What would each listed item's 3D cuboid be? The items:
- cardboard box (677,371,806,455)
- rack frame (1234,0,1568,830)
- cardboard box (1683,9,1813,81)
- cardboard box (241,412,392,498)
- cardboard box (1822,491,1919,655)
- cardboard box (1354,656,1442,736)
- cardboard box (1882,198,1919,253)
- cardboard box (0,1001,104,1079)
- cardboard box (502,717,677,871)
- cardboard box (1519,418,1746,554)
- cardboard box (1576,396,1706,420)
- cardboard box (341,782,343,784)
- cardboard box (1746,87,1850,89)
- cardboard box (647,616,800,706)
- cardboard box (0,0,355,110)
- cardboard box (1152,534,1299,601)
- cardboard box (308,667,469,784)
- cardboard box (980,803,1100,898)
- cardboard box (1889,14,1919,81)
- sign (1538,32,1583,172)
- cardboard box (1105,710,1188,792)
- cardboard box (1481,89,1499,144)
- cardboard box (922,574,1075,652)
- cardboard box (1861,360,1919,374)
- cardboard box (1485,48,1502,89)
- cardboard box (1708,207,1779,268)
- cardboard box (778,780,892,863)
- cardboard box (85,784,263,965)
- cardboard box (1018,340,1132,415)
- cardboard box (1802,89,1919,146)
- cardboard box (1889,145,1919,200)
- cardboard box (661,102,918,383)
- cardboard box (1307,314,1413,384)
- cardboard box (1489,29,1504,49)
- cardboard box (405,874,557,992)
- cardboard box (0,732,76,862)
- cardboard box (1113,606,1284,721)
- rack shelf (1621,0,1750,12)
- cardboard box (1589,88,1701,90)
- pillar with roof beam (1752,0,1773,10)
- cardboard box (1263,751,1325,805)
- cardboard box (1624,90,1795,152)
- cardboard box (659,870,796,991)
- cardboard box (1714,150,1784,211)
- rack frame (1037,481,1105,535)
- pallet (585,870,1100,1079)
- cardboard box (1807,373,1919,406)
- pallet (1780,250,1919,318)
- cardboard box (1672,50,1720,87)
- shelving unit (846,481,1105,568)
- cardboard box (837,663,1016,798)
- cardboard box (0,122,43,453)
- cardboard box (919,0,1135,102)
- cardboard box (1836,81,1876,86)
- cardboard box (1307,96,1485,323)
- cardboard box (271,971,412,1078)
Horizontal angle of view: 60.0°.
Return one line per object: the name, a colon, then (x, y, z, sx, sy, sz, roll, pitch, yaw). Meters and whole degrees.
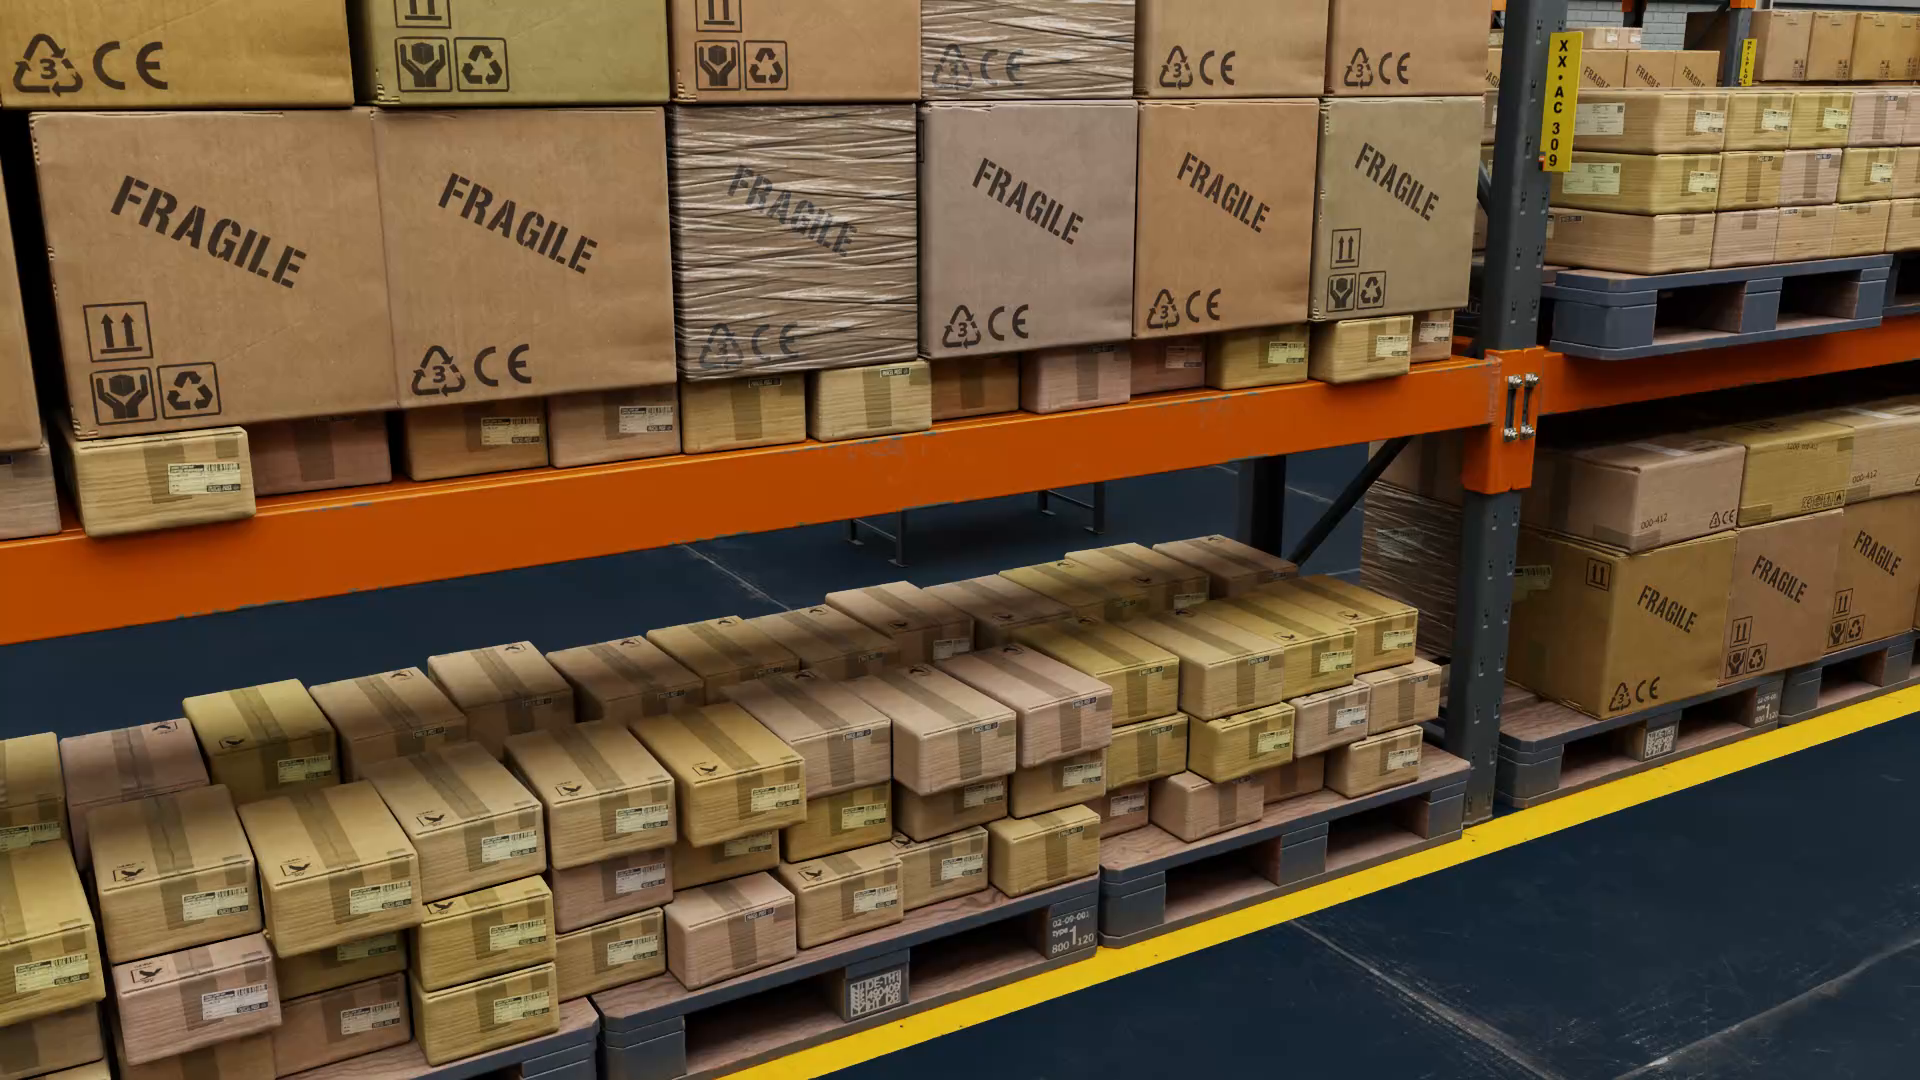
cardboard box: (-0.501, -0.291, 3.358, 0.250, 0.149, 0.380, -8, 18, -28)
rack frame: (1.170, -0.771, 4.601, 0.127, 3.000, 1.000, -9, 18, -30)
cardboard box: (5.880, -3.698, 12.455, 0.500, 0.500, 0.700, -9, 18, -30)
cardboard box: (-1.206, -0.201, 3.033, 0.250, 0.149, 0.380, -8, 18, -27)
cardboard box: (2.835, 0.040, 5.564, 0.500, 0.500, 0.500, -9, 18, -29)
cardboard box: (1.064, 0.374, 4.471, 0.250, 0.149, 0.380, -9, 18, -29)
cardboard box: (2.629, -0.944, 4.908, 0.250, 0.149, 0.380, -10, 19, -32)
cardboard box: (-1.678, 0.799, 2.954, 0.250, 0.149, 0.380, -8, 18, -27)
cardboard box: (-0.766, 0.514, 3.421, 0.250, 0.149, 0.380, -8, 18, -28)
cardboard box: (1.939, -0.172, 4.929, 0.500, 0.250, 0.500, -10, 19, -32)
cardboard box: (2.126, -0.361, 5.603, 0.500, 0.250, 0.500, -8, 18, -27)
cardboard box: (-1.226, 0.587, 3.711, 0.250, 0.149, 0.380, -9, 18, -30)
cardboard box: (2.761, -1.458, 5.639, 0.250, 0.149, 0.380, -10, 18, -30)
cardboard box: (-0.585, 0.325, 4.096, 0.250, 0.149, 0.380, -9, 18, -29)
cardboard box: (-1.308, -0.960, 2.688, 0.500, 0.500, 0.500, -9, 18, -28)
cardboard box: (0.768, 0.113, 4.849, 0.250, 0.149, 0.380, -8, 18, -27)
cardboard box: (-1.279, 0.429, 3.724, 0.250, 0.149, 0.380, -10, 19, -32)
cardboard box: (0.122, 0.677, 3.941, 0.250, 0.149, 0.380, -9, 18, -30)
cardboard box: (7.174, -3.921, 13.250, 0.500, 0.500, 0.700, -9, 18, -30)
sign: (1.456, -1.063, 4.041, 0.005, 0.325, 0.100, -9, 18, -30)
cardboard box: (0.352, 0.468, 4.136, 0.250, 0.149, 0.380, -9, 18, -29)
cardboard box: (1.413, -1.239, 4.859, 0.250, 0.149, 0.380, -8, 18, -27)
cardboard box: (0.098, 0.226, 4.448, 0.250, 0.149, 0.380, -10, 18, -31)
cardboard box: (3.448, -0.576, 6.371, 0.500, 0.250, 0.500, -9, 18, -30)
cardboard box: (3.362, -3.010, 11.075, 0.500, 0.500, 0.500, -9, 18, -29)
cardboard box: (1.979, -0.840, 4.537, 0.250, 0.149, 0.380, -9, 18, -29)
cardboard box: (-0.347, 0.568, 3.780, 0.250, 0.149, 0.380, -8, 18, -27)
cardboard box: (-1.460, 0.609, 3.081, 0.250, 0.149, 0.380, -9, 18, -29)
cardboard box: (0.170, -0.397, 3.733, 0.250, 0.149, 0.380, -10, 19, -32)
cardboard box: (2.636, -1.232, 4.832, 0.250, 0.149, 0.380, -9, 18, -30)
cardboard box: (2.639, -1.090, 4.878, 0.250, 0.149, 0.380, -8, 18, -27)
cardboard box: (-0.426, -0.622, 3.336, 0.500, 0.500, 0.500, -10, 18, -31)
cardboard box: (0.881, -0.495, 4.083, 0.250, 0.149, 0.380, -10, 18, -31)
cardboard box: (3.928, -3.561, 11.841, 0.250, 0.149, 0.380, -8, 18, -27)
cardboard box: (-0.974, 0.709, 3.275, 0.250, 0.149, 0.380, -9, 18, -28)
cardboard box: (-1.936, 0.537, 3.337, 0.250, 0.149, 0.380, -9, 18, -29)
cardboard box: (0.591, 0.304, 4.169, 0.250, 0.149, 0.380, -9, 18, -30)
rack shelf: (3.677, -3.834, 11.305, 4.000, 0.370, 1.077, -9, 18, -30)
cardboard box: (2.091, -1.349, 5.249, 0.250, 0.149, 0.380, -9, 18, -30)
pillar with roof beam: (12.560, -7.556, 17.694, 0.400, 9.000, 9.100, -9, 18, -30)
cardboard box: (0.743, 0.550, 4.394, 0.250, 0.149, 0.380, -9, 18, -28)
cardboard box: (1.980, -1.127, 4.457, 0.250, 0.149, 0.380, -9, 18, -28)
cardboard box: (-0.550, 0.784, 3.561, 0.250, 0.149, 0.380, -10, 19, -32)
cardboard box: (1.966, -0.980, 4.484, 0.250, 0.149, 0.380, -10, 18, -31)
rack frame: (0.509, -0.805, 7.502, 0.032, 1.500, 0.500, -9, 18, -30)
pallet: (-0.435, 0.844, 4.007, 1.213, 0.211, 1.003, -9, 18, -30)
cardboard box: (3.276, -0.391, 5.710, 0.500, 0.250, 0.500, -9, 18, -28)
pallet: (2.923, -0.950, 5.595, 1.213, 0.211, 1.003, -9, 18, -30)
cardboard box: (5.114, -3.290, 12.075, 0.500, 0.500, 0.500, -10, 18, -31)
shelving unit: (0.073, -0.734, 7.250, 1.048, 1.500, 0.538, -9, 18, -30)
cardboard box: (-0.081, 0.421, 3.751, 0.250, 0.149, 0.380, -10, 18, -32)
cardboard box: (-1.732, -0.404, 2.559, 0.500, 0.500, 0.500, -8, 18, -27)
cardboard box: (0.020, -1.175, 3.454, 0.500, 0.500, 0.500, -9, 18, -28)
cardboard box: (6.768, -3.344, 13.045, 0.500, 0.500, 0.500, -9, 18, -30)
cardboard box: (0.901, -0.829, 4.075, 0.500, 0.500, 0.500, -9, 18, -30)
cardboard box: (-1.253, 0.866, 3.268, 0.250, 0.149, 0.380, -9, 18, -29)
